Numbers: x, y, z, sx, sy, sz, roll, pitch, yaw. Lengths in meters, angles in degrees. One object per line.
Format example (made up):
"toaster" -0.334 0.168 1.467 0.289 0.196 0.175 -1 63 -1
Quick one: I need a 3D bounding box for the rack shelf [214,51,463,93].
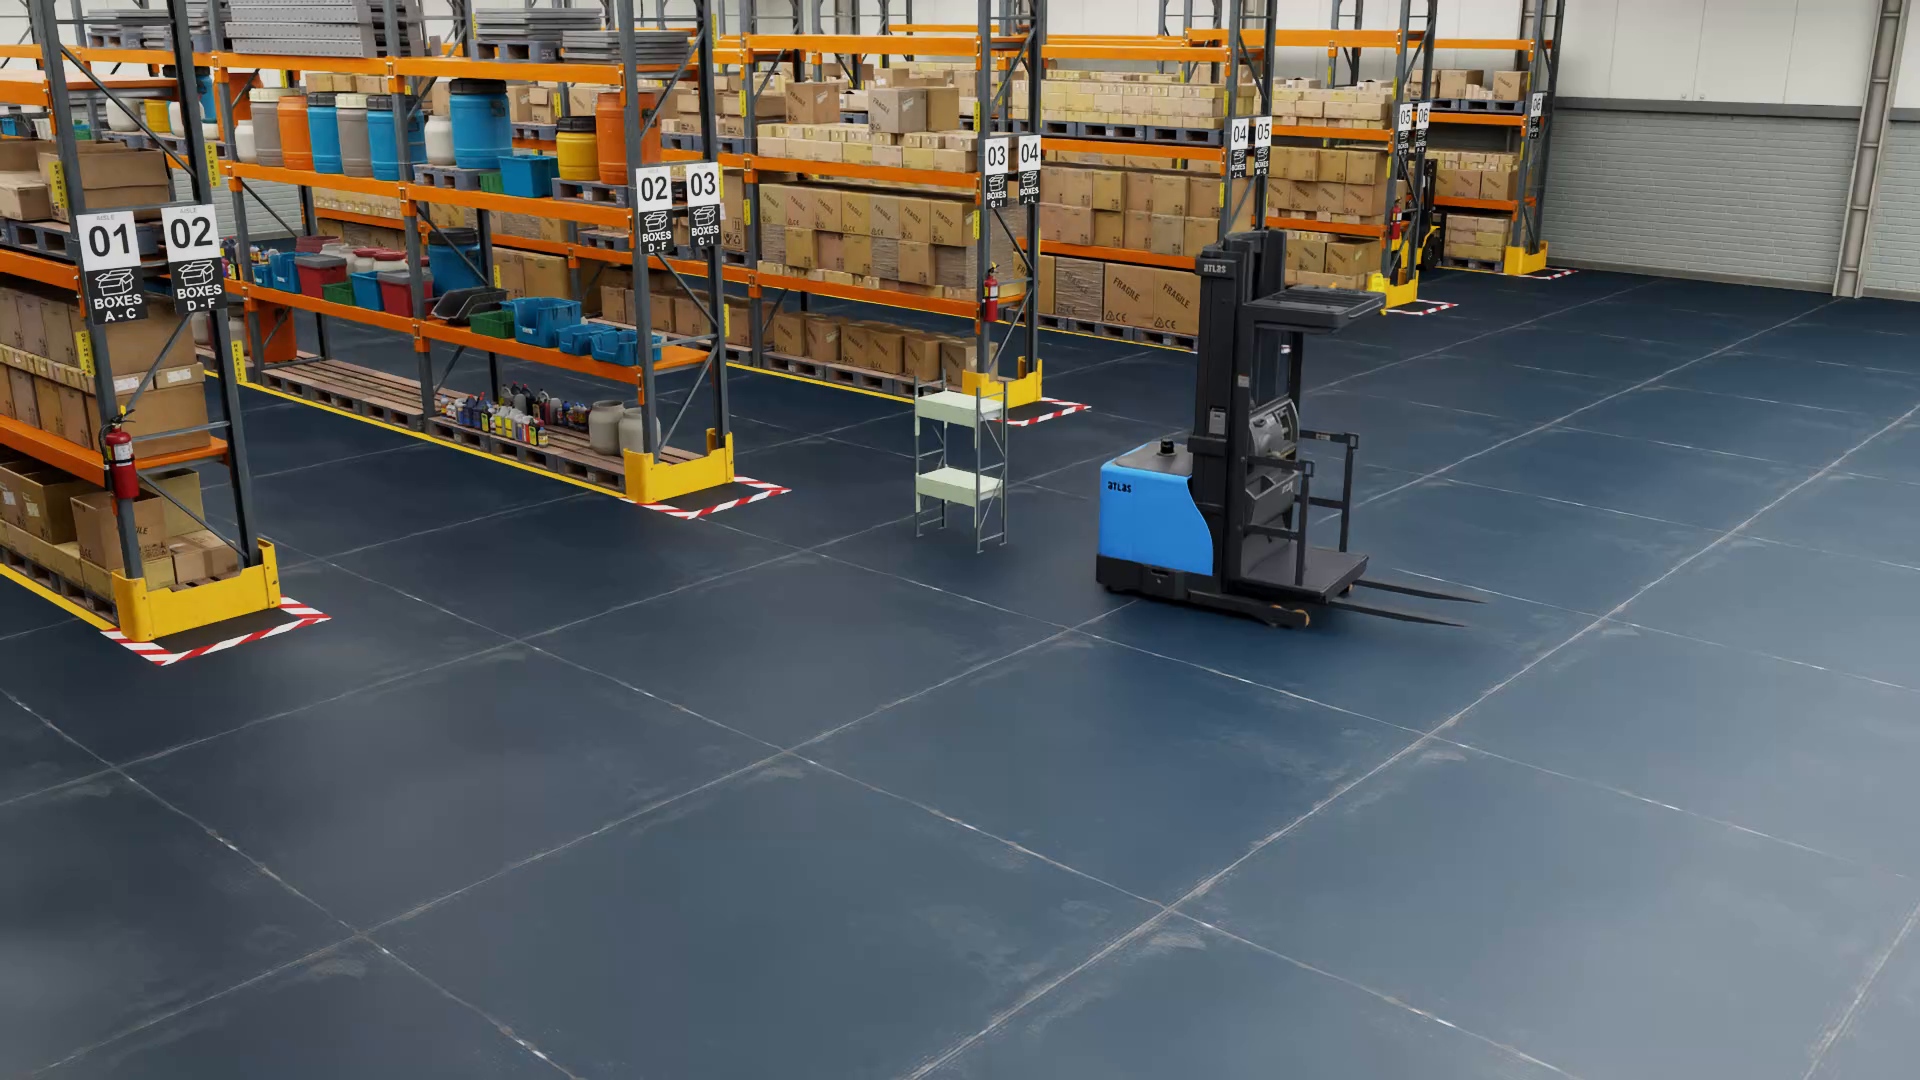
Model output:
"rack shelf" -7.202 -5.466 19.308 4.000 0.370 1.077 15 23 39

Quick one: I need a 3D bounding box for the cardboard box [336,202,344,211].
"cardboard box" -10.578 -5.797 28.833 0.250 0.149 0.380 14 23 38

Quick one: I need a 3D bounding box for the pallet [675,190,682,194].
"pallet" -4.559 -6.289 30.287 1.213 0.211 1.003 15 23 39

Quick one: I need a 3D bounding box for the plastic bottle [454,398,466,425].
"plastic bottle" -5.499 -1.428 18.427 0.135 0.276 0.152 16 24 41

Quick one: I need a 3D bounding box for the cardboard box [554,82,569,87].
"cardboard box" -7.479 -8.715 32.076 0.500 0.250 0.500 15 23 39

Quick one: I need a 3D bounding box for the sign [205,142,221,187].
"sign" -5.632 -2.823 12.515 0.005 0.325 0.100 15 23 39

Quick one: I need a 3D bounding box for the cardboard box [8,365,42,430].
"cardboard box" -7.506 -1.269 13.988 0.500 0.500 0.700 16 24 41

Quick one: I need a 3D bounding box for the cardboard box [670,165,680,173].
"cardboard box" -5.045 -6.748 30.152 0.250 0.149 0.380 17 24 42

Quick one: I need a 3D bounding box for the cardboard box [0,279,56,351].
"cardboard box" -7.535 -1.894 13.812 0.500 0.500 0.700 15 23 39

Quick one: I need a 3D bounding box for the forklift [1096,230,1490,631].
"forklift" 2.651 -0.875 13.022 3.031 2.935 1.130 11 21 30

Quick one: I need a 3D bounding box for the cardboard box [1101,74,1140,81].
"cardboard box" 2.863 -8.185 29.712 0.500 0.250 0.500 16 23 40

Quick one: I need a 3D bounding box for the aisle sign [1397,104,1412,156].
"aisle sign" 7.005 -6.459 26.206 0.004 0.787 0.394 15 23 39

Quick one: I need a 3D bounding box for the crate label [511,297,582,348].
"crate label" -4.271 -2.260 17.216 0.616 0.435 0.502 15 23 39

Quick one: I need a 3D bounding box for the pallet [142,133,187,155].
"pallet" -10.189 -5.322 22.275 1.213 0.211 1.003 15 23 39

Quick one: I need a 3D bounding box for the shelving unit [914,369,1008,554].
"shelving unit" 0.005 -0.714 14.881 0.755 1.500 0.431 15 23 39

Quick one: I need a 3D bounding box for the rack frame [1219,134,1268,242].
"rack frame" 3.941 -4.157 23.253 0.127 3.000 1.000 15 23 39

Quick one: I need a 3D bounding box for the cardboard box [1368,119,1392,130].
"cardboard box" 6.698 -6.616 26.456 0.250 0.149 0.380 15 23 39

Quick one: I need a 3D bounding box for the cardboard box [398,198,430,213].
"cardboard box" -8.907 -5.565 27.443 0.500 0.250 0.500 14 23 38

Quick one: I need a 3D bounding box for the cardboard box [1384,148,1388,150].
"cardboard box" 8.281 -7.390 31.709 0.250 0.149 0.380 15 23 38

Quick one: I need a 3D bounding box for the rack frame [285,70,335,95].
"rack frame" -11.394 -9.128 28.996 0.127 3.000 1.000 15 23 39

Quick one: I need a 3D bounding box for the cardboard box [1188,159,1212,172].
"cardboard box" 4.344 -6.629 28.732 0.500 0.500 0.700 15 23 39

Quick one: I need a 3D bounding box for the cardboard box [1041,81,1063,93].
"cardboard box" 1.376 -6.647 24.375 0.250 0.149 0.380 15 23 39

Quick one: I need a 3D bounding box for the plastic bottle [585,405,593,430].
"plastic bottle" -4.021 -1.334 18.120 0.133 0.283 0.061 16 23 40

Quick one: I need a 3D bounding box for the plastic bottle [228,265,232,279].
"plastic bottle" -9.358 -3.459 21.379 0.097 0.201 0.097 0 18 0

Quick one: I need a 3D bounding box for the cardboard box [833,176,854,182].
"cardboard box" -1.714 -6.196 27.857 0.500 0.500 0.700 15 23 39

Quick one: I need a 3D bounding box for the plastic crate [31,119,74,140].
"plastic crate" -13.229 -6.006 24.314 0.530 0.282 0.437 15 23 39

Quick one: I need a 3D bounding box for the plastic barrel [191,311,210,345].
"plastic barrel" -10.402 -2.970 22.929 0.421 0.512 0.421 0 18 0

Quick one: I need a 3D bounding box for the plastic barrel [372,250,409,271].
"plastic barrel" -6.825 -3.192 19.986 0.433 0.535 0.433 0 18 0

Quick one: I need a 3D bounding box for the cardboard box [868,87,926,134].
"cardboard box" -0.754 -5.167 19.992 0.500 0.500 0.500 15 23 39

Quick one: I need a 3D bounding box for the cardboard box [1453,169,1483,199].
"cardboard box" 9.519 -6.615 30.830 0.500 0.500 0.500 16 24 41

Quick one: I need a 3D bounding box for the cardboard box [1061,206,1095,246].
"cardboard box" 1.985 -4.720 24.779 0.550 0.550 0.875 15 23 39

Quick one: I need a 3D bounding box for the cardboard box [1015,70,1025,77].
"cardboard box" 1.400 -10.371 36.938 0.250 0.149 0.380 16 24 41

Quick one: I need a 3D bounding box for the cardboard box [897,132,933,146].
"cardboard box" -0.542 -4.821 19.973 0.250 0.149 0.380 15 23 40

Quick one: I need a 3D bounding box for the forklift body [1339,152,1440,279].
"forklift body" 7.814 -5.985 30.414 1.214 2.155 2.313 15 23 39

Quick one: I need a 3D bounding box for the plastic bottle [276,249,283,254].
"plastic bottle" -9.023 -3.722 22.074 0.133 0.283 0.061 15 23 39

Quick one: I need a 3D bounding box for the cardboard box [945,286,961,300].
"cardboard box" 0.036 -2.997 20.011 0.250 0.149 0.380 15 23 39

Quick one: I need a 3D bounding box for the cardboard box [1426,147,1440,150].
"cardboard box" 8.995 -7.405 31.757 0.250 0.149 0.380 16 24 41

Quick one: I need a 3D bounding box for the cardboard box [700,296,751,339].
"cardboard box" -3.208 -3.105 23.342 0.500 0.500 0.700 15 23 39

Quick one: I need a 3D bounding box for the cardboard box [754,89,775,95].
"cardboard box" -3.392 -7.497 28.652 0.500 0.500 0.500 15 23 39

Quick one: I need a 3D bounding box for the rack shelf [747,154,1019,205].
"rack shelf" -0.923 -4.544 20.701 4.000 0.370 1.077 15 23 39

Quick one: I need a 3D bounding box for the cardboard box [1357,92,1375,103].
"cardboard box" 6.535 -7.049 26.503 0.250 0.149 0.380 16 23 40

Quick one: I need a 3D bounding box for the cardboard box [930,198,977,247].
"cardboard box" -0.002 -3.776 19.741 0.500 0.500 0.500 15 23 39

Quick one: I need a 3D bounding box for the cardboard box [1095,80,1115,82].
"cardboard box" 2.193 -6.694 24.524 0.250 0.149 0.380 15 23 39

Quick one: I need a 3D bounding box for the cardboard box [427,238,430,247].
"cardboard box" -7.910 -4.528 27.240 0.875 0.875 1.225 15 23 39

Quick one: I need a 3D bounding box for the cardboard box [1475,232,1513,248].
"cardboard box" 9.871 -5.576 30.748 0.500 0.250 0.500 15 23 39

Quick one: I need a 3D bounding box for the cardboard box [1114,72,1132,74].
"cardboard box" 3.484 -9.899 35.483 0.250 0.149 0.380 15 23 38

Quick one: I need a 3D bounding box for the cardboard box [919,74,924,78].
"cardboard box" -0.606 -10.780 38.918 0.500 0.250 0.500 14 22 38

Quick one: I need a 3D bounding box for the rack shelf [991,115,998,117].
"rack shelf" -0.329 -8.392 32.827 4.000 0.370 1.077 15 23 39

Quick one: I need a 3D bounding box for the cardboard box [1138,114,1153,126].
"cardboard box" 2.706 -5.910 23.371 0.250 0.149 0.380 15 23 38

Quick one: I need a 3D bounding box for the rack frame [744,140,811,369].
"rack frame" -2.419 -3.859 22.311 0.127 3.000 1.000 15 23 39

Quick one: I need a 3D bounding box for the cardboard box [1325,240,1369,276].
"cardboard box" 6.379 -4.647 27.406 0.500 0.500 0.500 15 23 40

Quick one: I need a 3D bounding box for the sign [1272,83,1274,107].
"sign" 4.314 -6.166 23.047 0.005 0.325 0.100 15 23 39

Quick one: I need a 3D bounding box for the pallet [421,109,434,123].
"pallet" -9.007 -7.019 27.458 1.213 0.211 1.003 15 23 39

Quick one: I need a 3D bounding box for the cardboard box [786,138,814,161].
"cardboard box" -1.853 -4.964 21.082 0.500 0.250 0.500 15 23 39

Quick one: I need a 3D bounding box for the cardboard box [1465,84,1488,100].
"cardboard box" 9.432 -8.183 30.343 0.258 0.266 0.396 15 23 39
